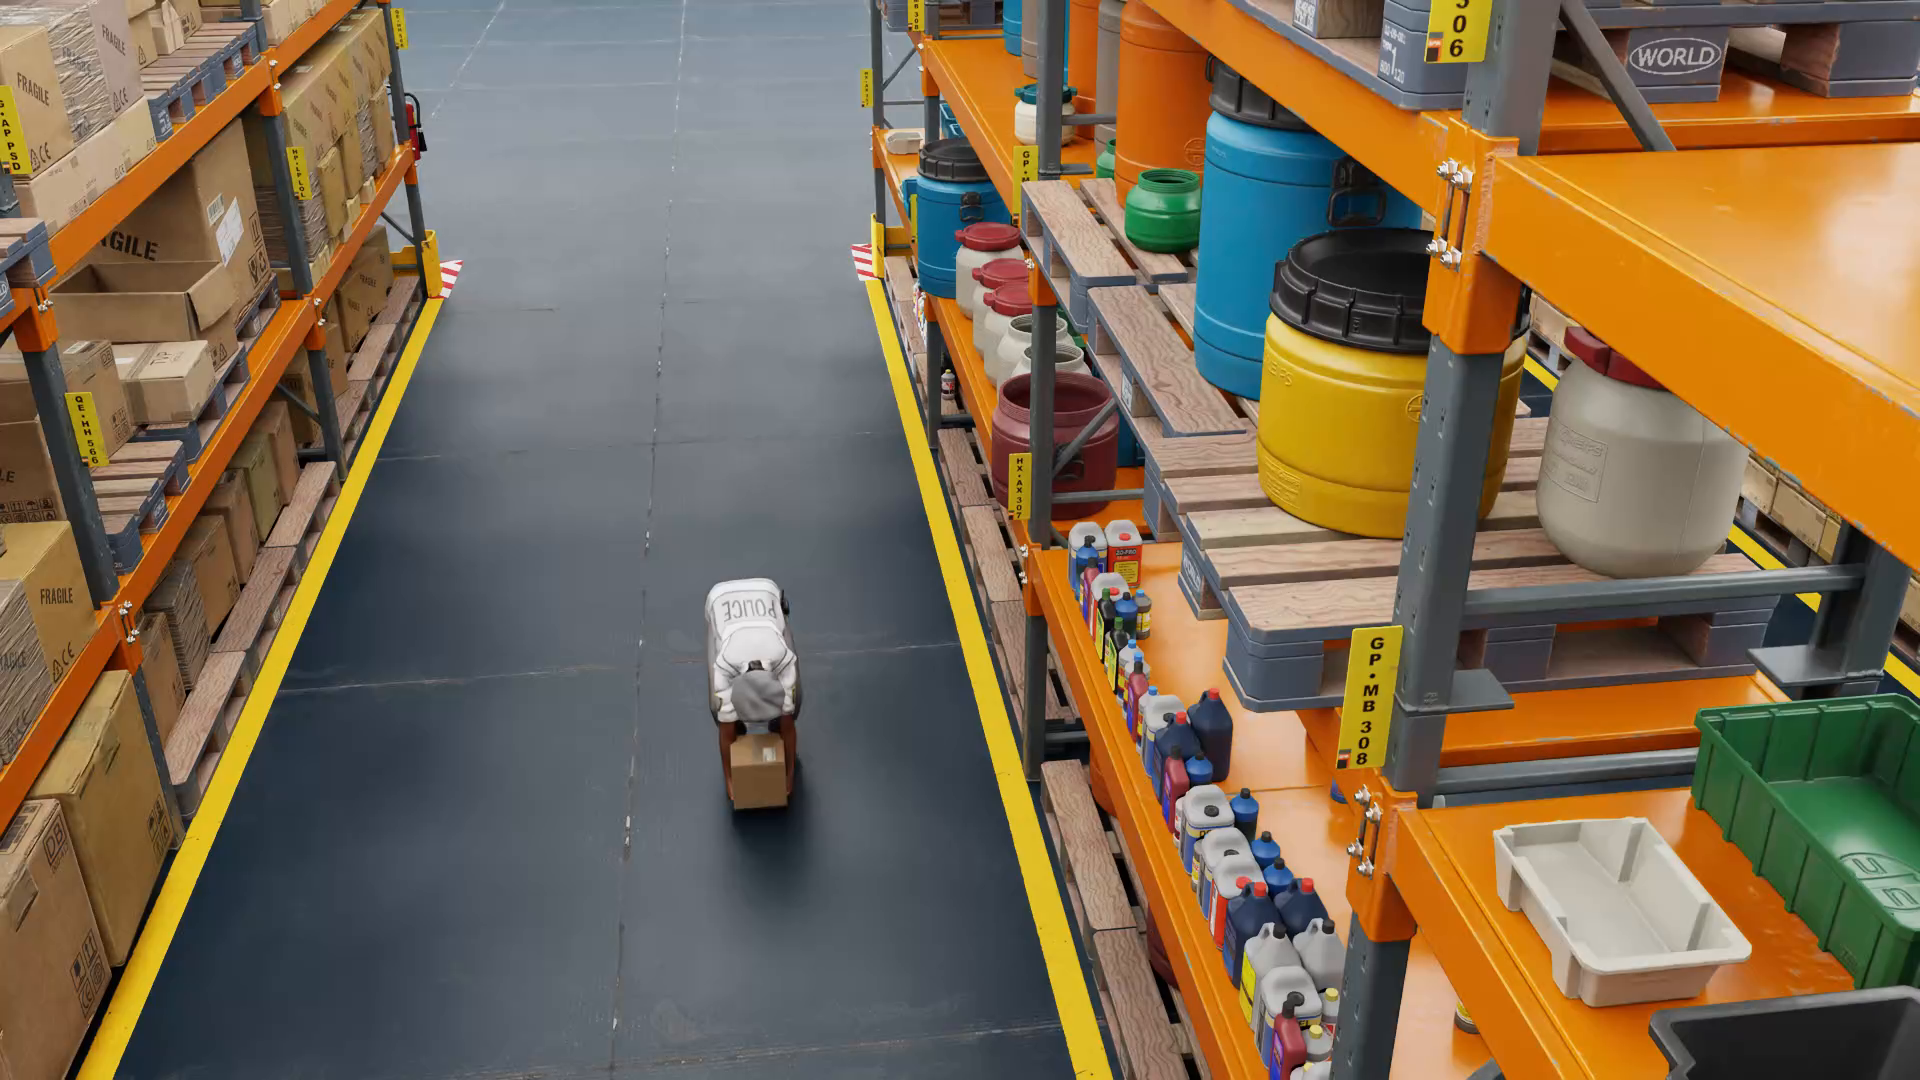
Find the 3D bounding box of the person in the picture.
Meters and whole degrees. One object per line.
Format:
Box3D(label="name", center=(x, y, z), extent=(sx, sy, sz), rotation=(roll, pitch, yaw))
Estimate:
Box3D(label="person", center=(-0.979, 0.735, 7.975), extent=(0.452, 0.949, 0.914), rotation=(-5, 28, -10))
